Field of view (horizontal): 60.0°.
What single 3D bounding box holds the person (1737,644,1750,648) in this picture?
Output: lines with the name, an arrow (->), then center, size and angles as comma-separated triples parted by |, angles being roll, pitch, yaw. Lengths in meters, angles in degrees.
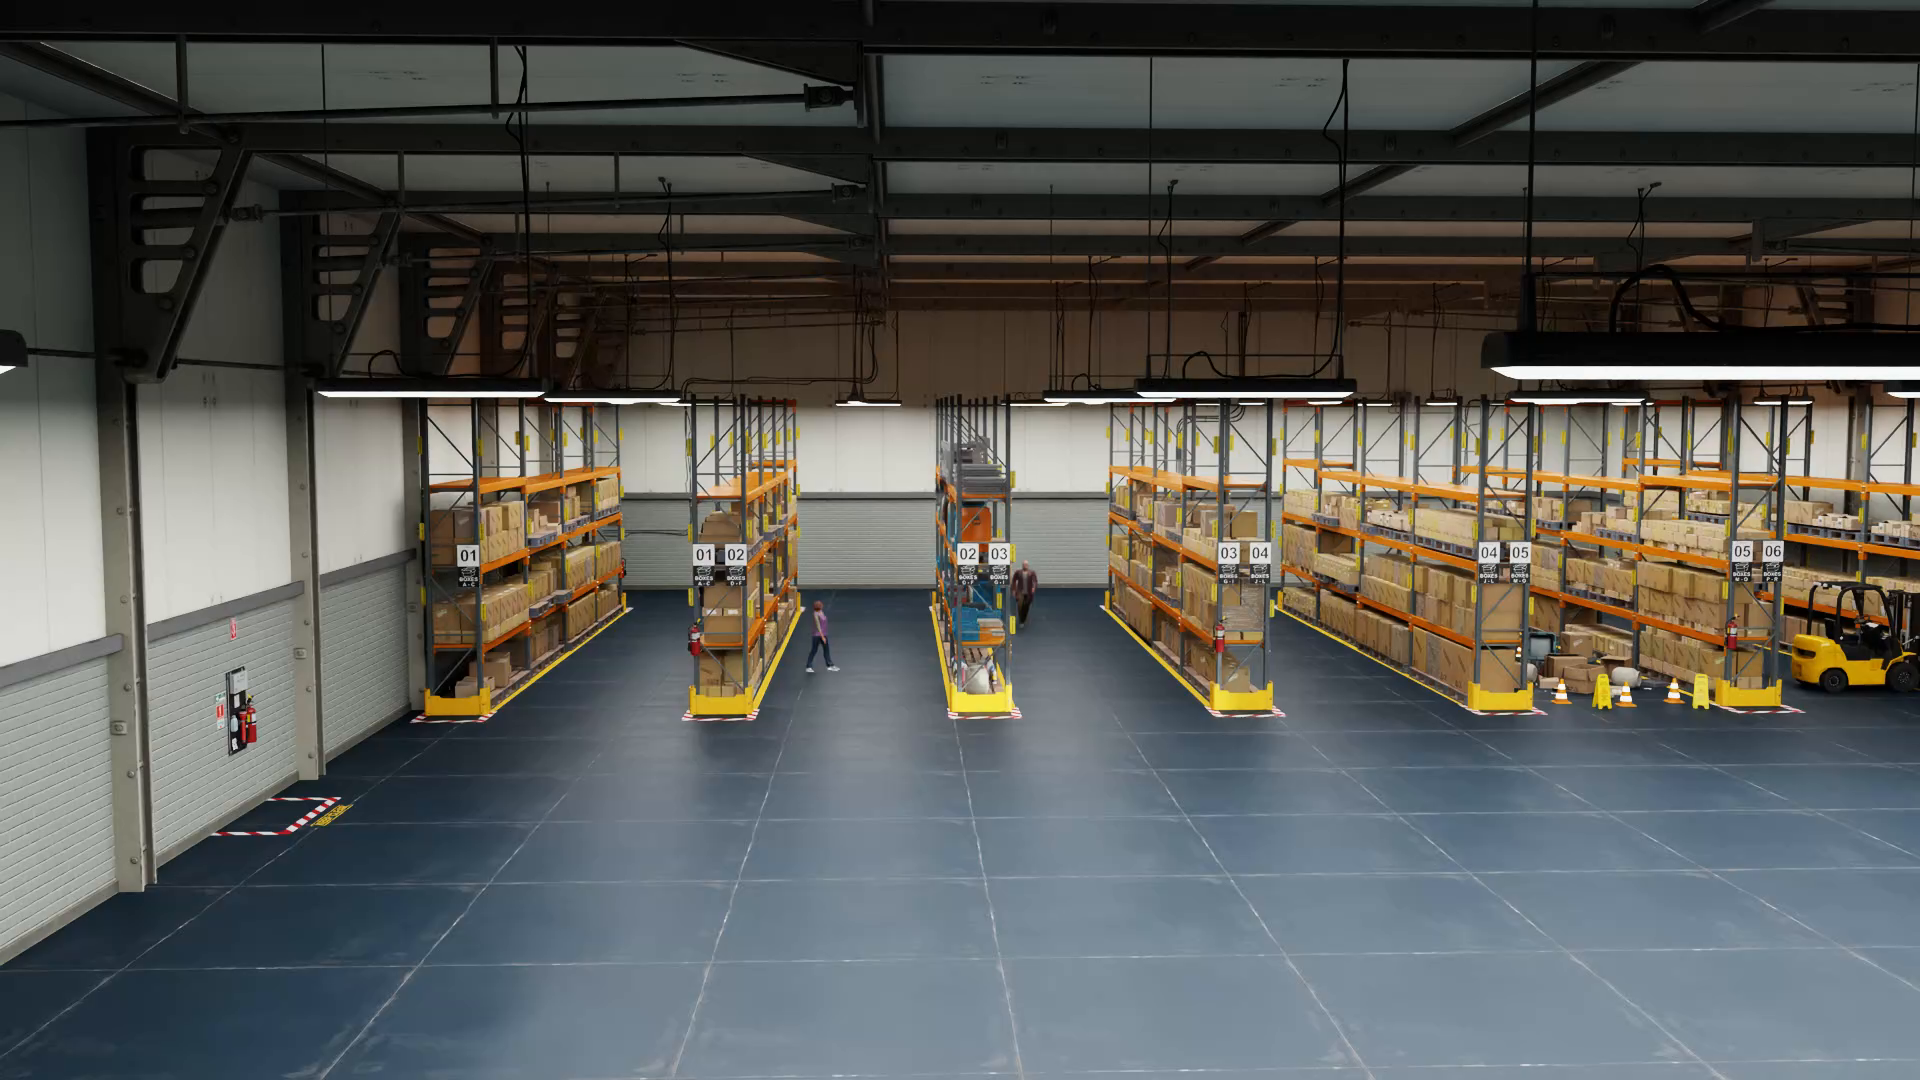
person -> 17.151, 2.013, 36.578 | 0.476, 1.683, 0.553 | -4, 6, -40

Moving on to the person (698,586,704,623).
person -> -6.729, 1.445, 43.785 | 0.505, 1.685, 1.012 | 0, 4, 2

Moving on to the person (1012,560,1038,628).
person -> 1.714, 1.440, 43.918 | 0.659, 1.814, 0.936 | 0, 4, -2

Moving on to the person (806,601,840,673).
person -> -2.999, 2.079, 36.054 | 0.654, 1.571, 0.556 | 2, 5, 20
